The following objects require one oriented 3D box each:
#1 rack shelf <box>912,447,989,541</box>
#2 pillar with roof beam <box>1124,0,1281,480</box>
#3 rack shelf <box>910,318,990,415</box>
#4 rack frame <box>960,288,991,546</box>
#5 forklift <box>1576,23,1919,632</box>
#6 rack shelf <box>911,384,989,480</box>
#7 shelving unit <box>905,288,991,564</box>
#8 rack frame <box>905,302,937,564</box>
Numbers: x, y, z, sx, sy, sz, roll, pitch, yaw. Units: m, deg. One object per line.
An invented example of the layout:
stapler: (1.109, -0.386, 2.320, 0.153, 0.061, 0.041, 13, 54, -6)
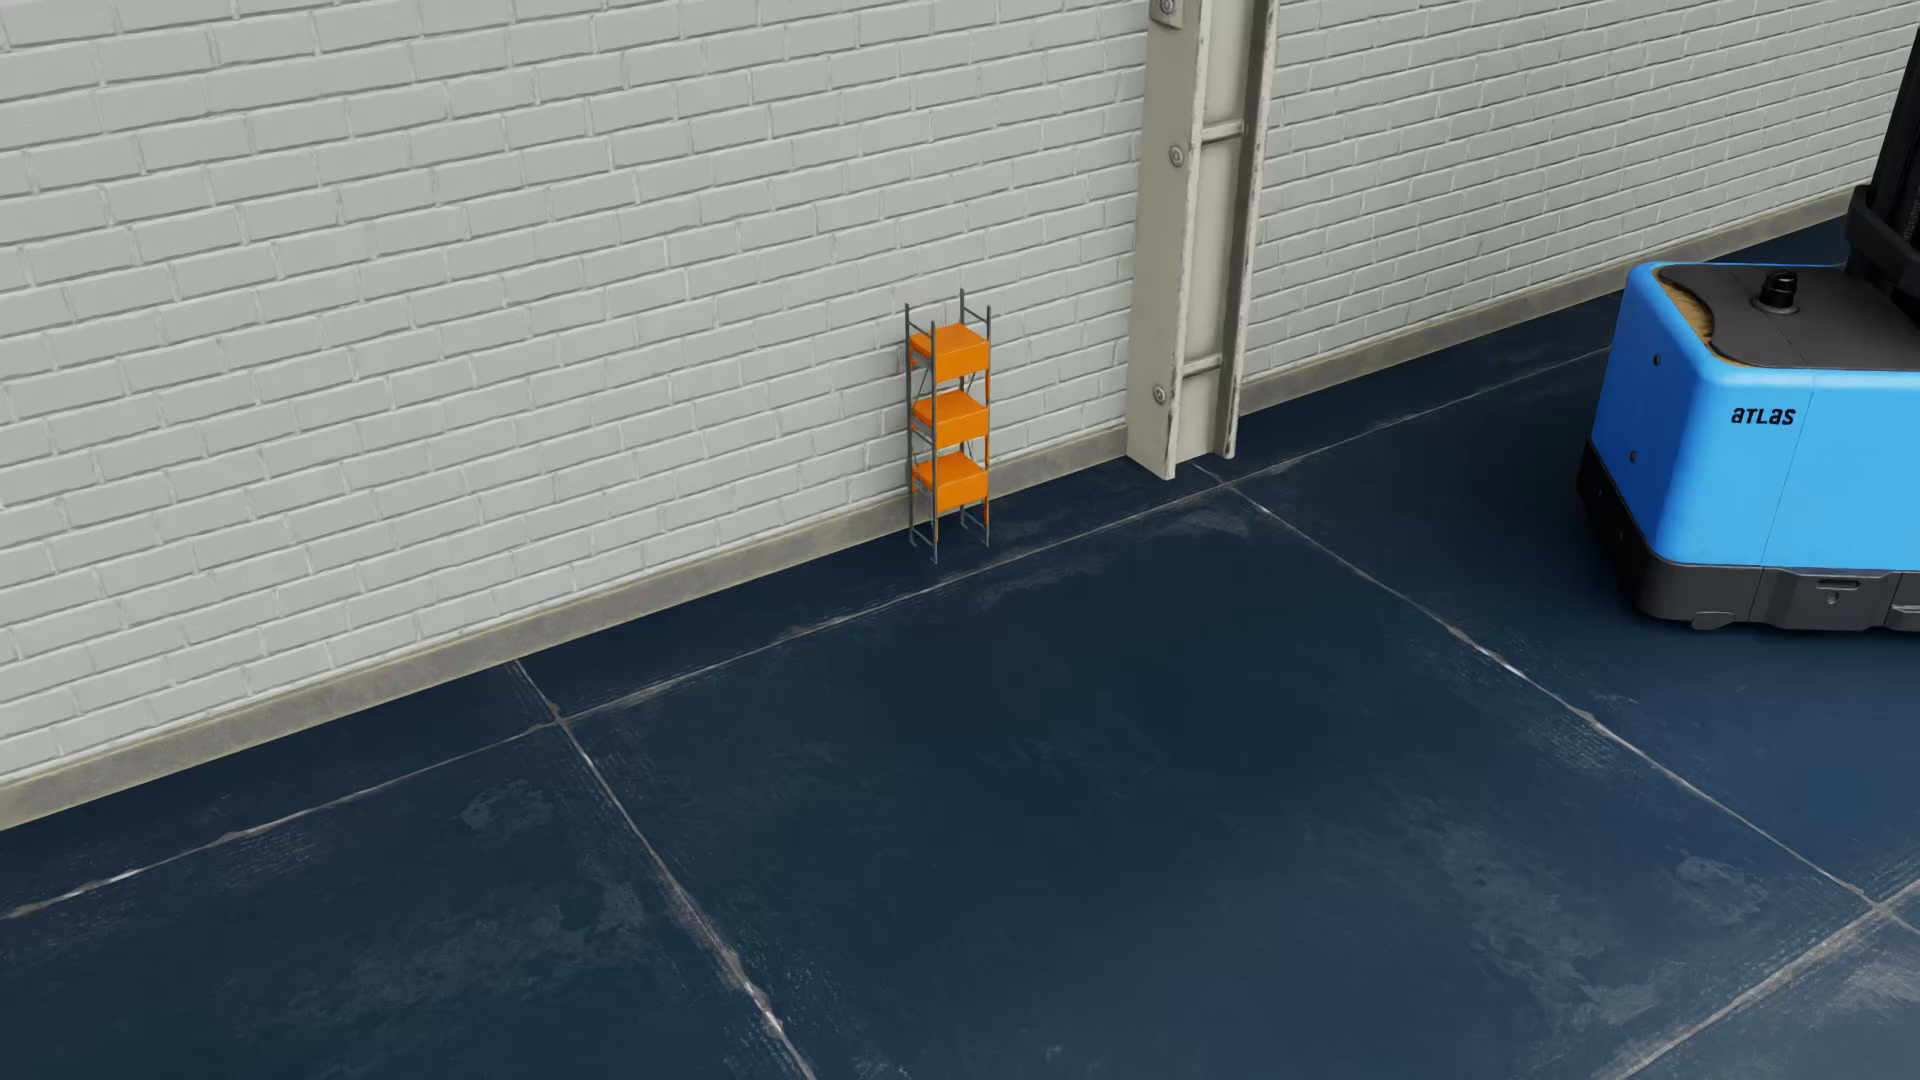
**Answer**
rack shelf: (-0.045, -0.185, 6.599, 0.240, 0.259, 0.215, -19, 37, -27)
pillar with roof beam: (3.299, -2.257, 1.894, 0.400, 9.000, 9.100, -19, 37, -27)
rack shelf: (-0.045, -0.660, 6.300, 0.240, 0.259, 0.215, -19, 37, -27)
rack frame: (0.058, -0.464, 6.501, 0.008, 1.050, 0.200, -19, 37, -27)
forklift: (4.065, -1.121, 5.781, 3.031, 2.935, 1.130, 2, 32, 3)
rack shelf: (-0.045, -0.420, 6.451, 0.240, 0.259, 0.215, -19, 37, -27)
shelving unit: (-0.045, -0.429, 6.445, 0.252, 1.050, 0.215, -19, 37, -27)
rack frame: (-0.148, -0.393, 6.389, 0.008, 1.050, 0.200, -19, 37, -27)
